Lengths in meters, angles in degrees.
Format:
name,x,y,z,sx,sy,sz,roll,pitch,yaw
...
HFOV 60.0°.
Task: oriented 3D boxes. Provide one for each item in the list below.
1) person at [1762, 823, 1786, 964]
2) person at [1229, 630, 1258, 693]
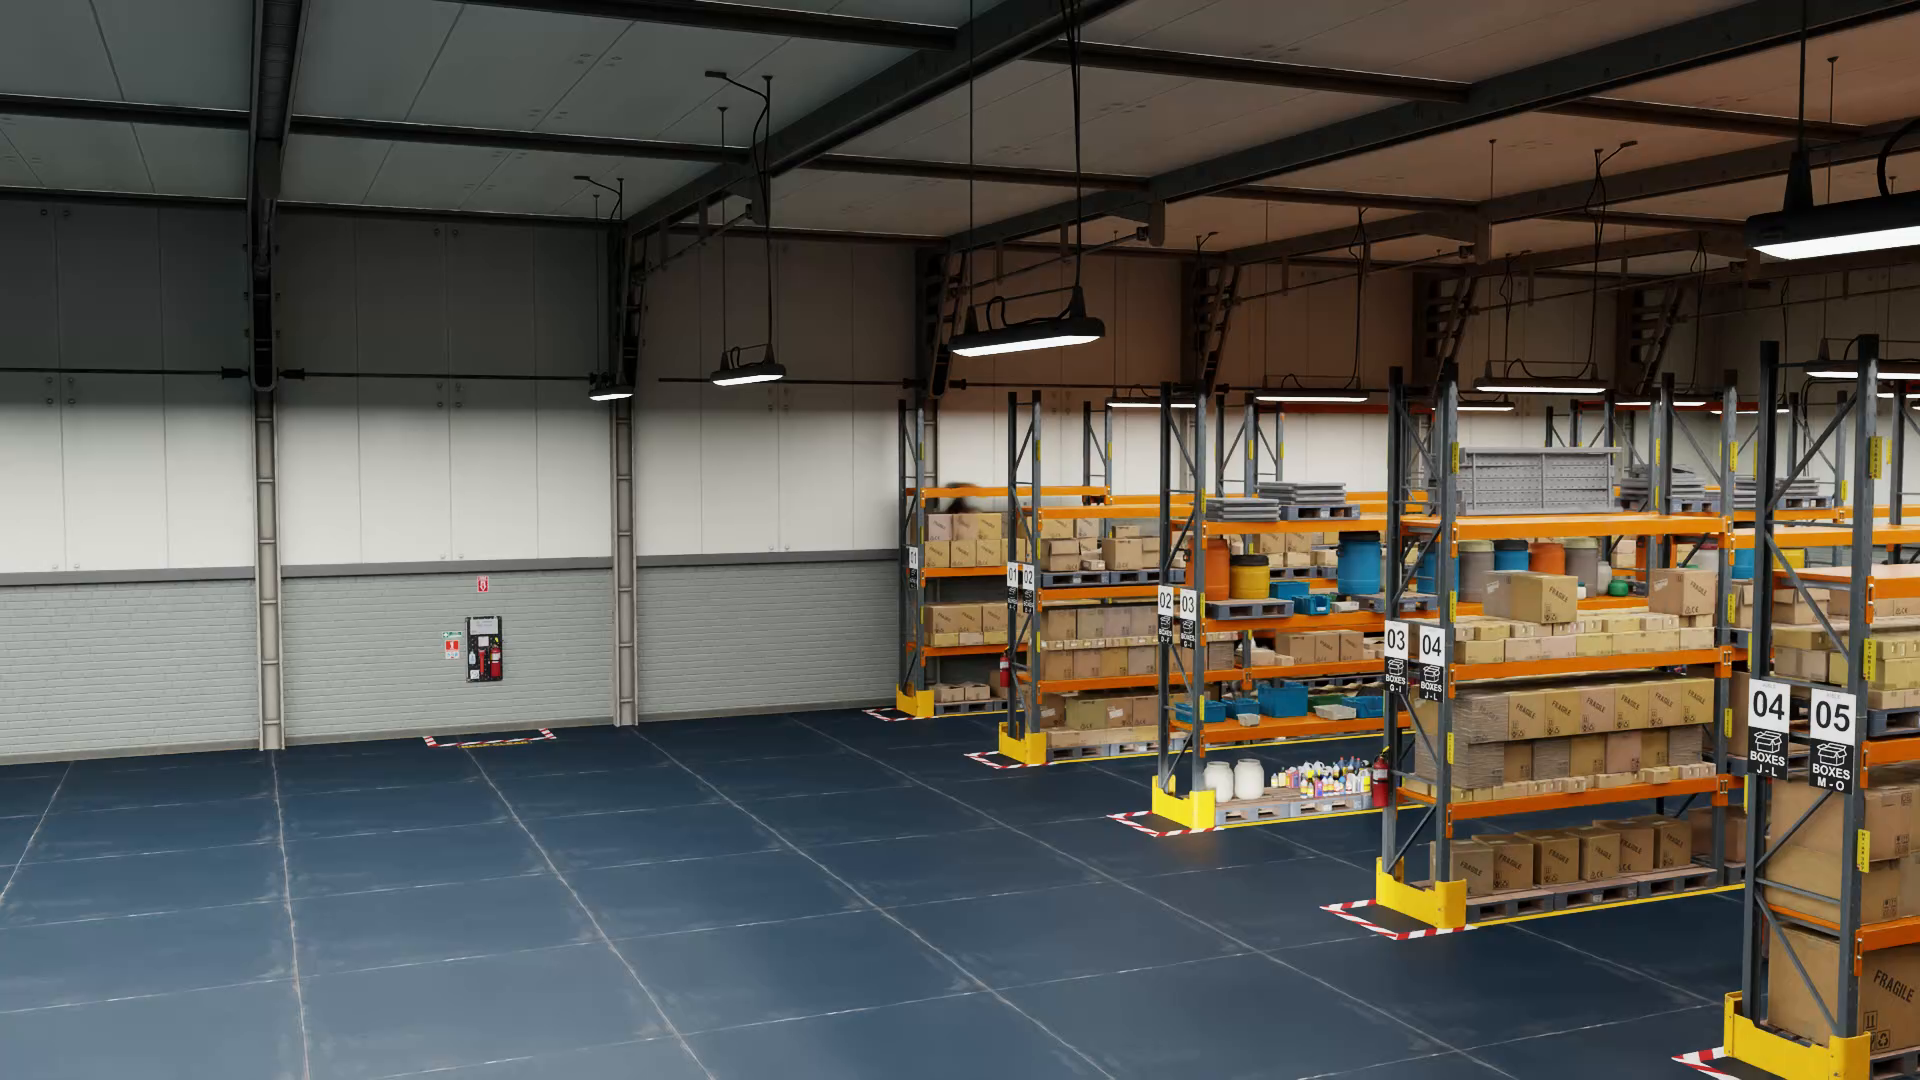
name,x,y,z,sx,sy,sz,roll,pitch,yaw
person,8.148,3.340,16.521,0.543,1.731,0.464,-1,3,-13
person,5.375,2.441,31.556,1.023,1.727,0.564,-1,3,-14
